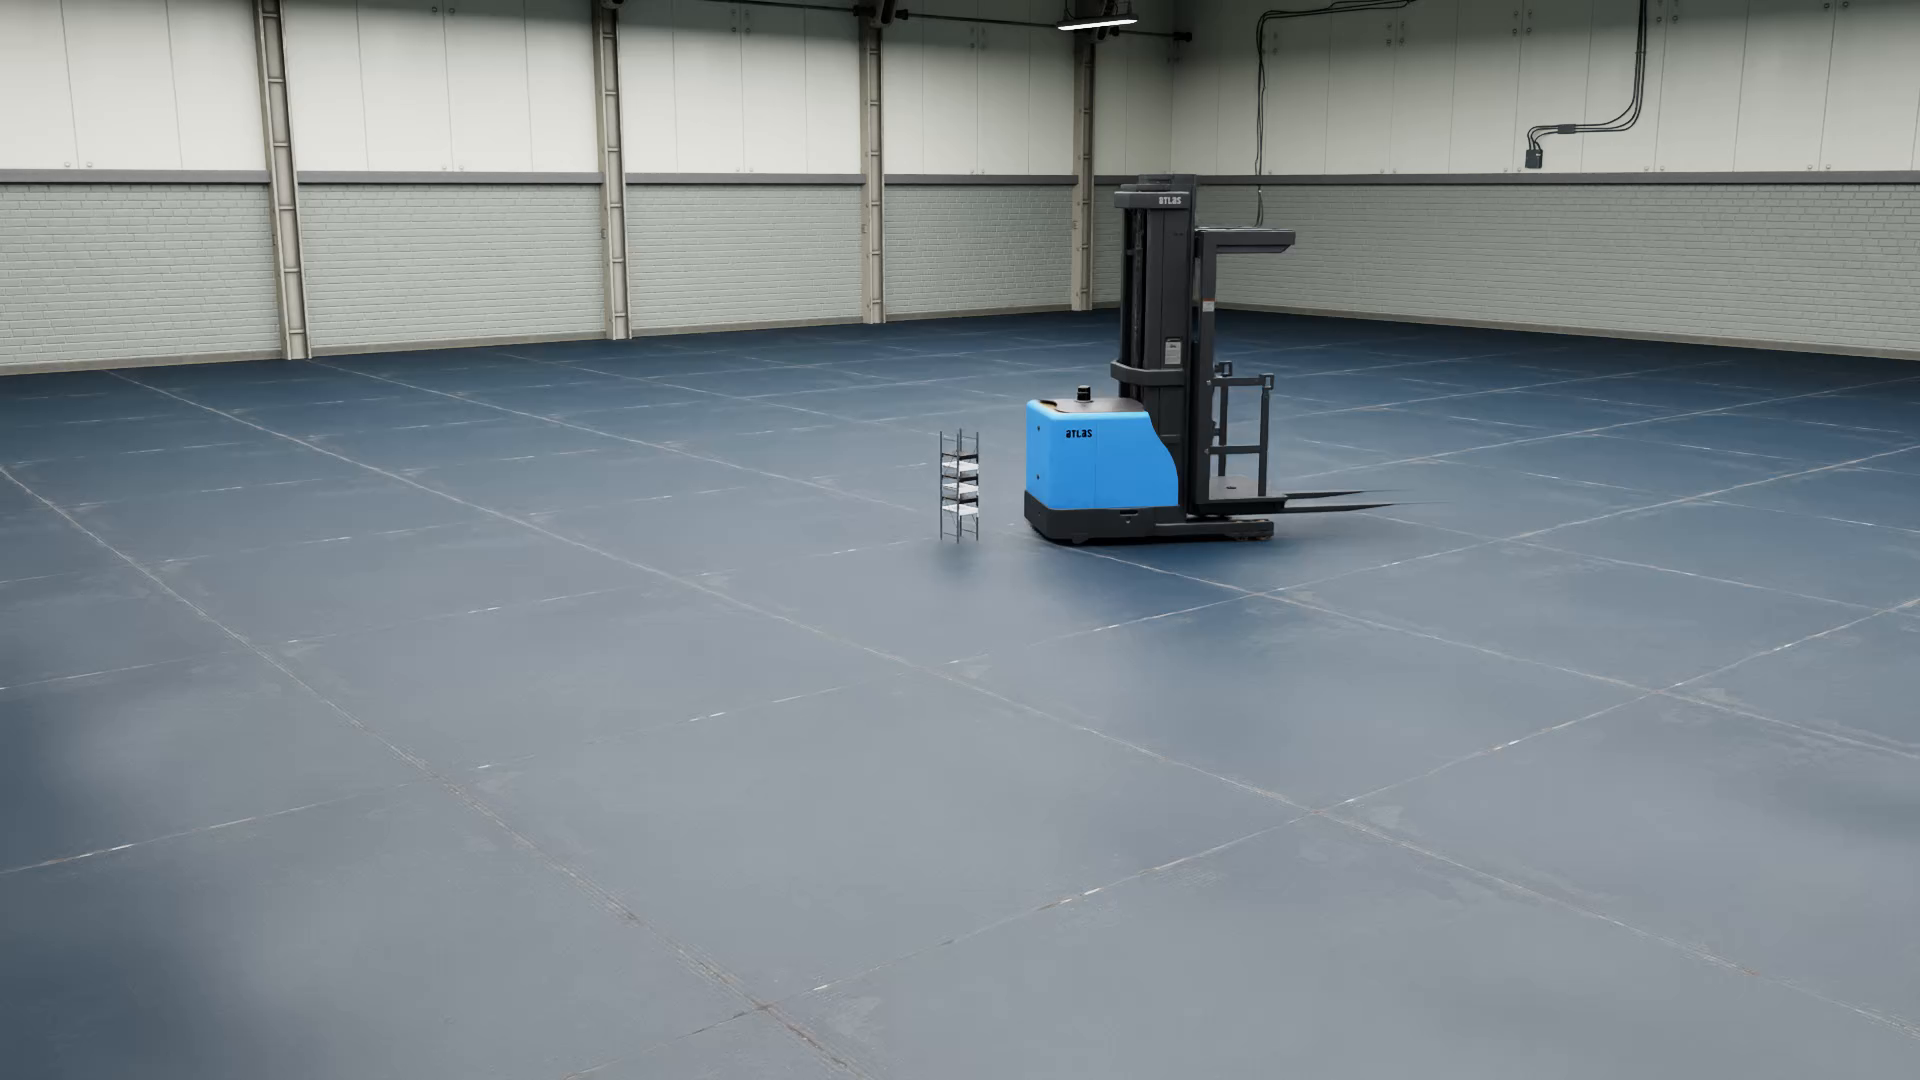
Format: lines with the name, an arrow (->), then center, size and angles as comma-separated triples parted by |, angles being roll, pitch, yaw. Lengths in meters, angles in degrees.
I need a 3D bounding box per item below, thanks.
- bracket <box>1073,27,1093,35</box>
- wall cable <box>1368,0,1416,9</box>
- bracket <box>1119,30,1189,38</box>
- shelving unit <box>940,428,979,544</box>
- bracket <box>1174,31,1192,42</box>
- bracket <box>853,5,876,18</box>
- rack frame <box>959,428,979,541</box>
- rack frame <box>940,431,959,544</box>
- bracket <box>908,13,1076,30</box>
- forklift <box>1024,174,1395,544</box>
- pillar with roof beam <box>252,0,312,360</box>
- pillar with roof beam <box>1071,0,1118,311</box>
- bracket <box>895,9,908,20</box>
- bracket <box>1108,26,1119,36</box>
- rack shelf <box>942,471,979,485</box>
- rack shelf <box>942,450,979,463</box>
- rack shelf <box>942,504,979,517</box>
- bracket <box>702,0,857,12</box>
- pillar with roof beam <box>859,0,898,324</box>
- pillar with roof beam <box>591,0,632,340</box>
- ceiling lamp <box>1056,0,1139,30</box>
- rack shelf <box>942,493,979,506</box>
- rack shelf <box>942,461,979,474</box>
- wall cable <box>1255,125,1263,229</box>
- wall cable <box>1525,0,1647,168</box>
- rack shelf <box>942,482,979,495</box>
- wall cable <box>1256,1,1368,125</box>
bracket -> 2.751, -11.459, 37.262 | 0.430, 0.232, 0.235 | -9, 15, -38
wall cable -> 9.603, -12.213, 33.847 | 0.112, 2.526, 3.097 | -9, 15, -38
bracket -> 4.789, -11.797, 38.857 | 3.189, 0.066, 0.076 | -9, 15, -38
shelving unit -> -0.006, -0.439, 13.530 | 0.210, 0.900, 0.258 | -9, 15, -38
bracket -> 5.250, -11.874, 39.218 | 0.430, 0.232, 0.235 | -9, 15, -38
bracket -> -1.934, -10.680, 33.596 | 0.430, 0.232, 0.235 | -9, 15, -38
rack frame -> 0.073, -0.452, 13.592 | 0.006, 0.900, 0.240 | -9, 15, -38
rack frame -> -0.086, -0.426, 13.468 | 0.006, 0.900, 0.240 | -9, 15, -38
bracket -> 0.739, -11.125, 35.688 | 4.783, 0.066, 0.076 | -9, 15, -38
forklift -> 2.114, -1.530, 13.776 | 3.031, 2.935, 1.130 | -2, 12, -10
pillar with roof beam -> -8.513, -6.776, 23.873 | 0.400, 9.000, 9.100 | -9, 15, -38
pillar with roof beam -> 5.543, -9.111, 34.873 | 0.548, 9.000, 9.100 | -9, 15, -38
bracket -> -1.286, -10.788, 34.103 | 0.430, 0.232, 0.235 | -9, 15, -38
bracket -> 3.399, -11.567, 37.770 | 0.430, 0.232, 0.235 | -9, 15, -38
rack shelf -> -0.006, -0.495, 13.519 | 0.200, 0.077, 0.258 | -9, 15, -38
rack shelf -> -0.006, -0.671, 13.481 | 0.200, 0.077, 0.258 | -9, 15, -38
rack shelf -> -0.006, -0.230, 13.575 | 0.200, 0.077, 0.258 | -9, 15, -38
bracket -> -3.946, -10.346, 32.021 | 4.783, 0.066, 0.076 | -9, 15, -38
pillar with roof beam -> 0.857, -8.333, 31.206 | 0.548, 9.000, 9.100 | -9, 15, -38
pillar with roof beam -> -3.828, -7.554, 27.540 | 0.548, 9.000, 9.100 | -9, 15, -38
ceiling lamp -> 2.803, -11.393, 31.566 | 0.800, 3.185, 2.000 | -9, 15, -38
rack shelf -> -0.006, -0.318, 13.556 | 0.200, 0.077, 0.258 | -9, 15, -38
rack shelf -> -0.006, -0.583, 13.500 | 0.200, 0.077, 0.258 | -9, 15, -38
wall cable -> 5.980, -8.458, 39.274 | 0.112, 2.526, 3.097 | -9, 15, -38
wall cable -> 11.898, -10.099, 31.337 | 0.169, 6.003, 2.305 | -9, 15, -38
rack shelf -> -0.006, -0.407, 13.537 | 0.200, 0.077, 0.258 | -9, 15, -38
wall cable -> 7.670, -10.490, 36.683 | 0.112, 2.526, 3.097 | -9, 15, -38
